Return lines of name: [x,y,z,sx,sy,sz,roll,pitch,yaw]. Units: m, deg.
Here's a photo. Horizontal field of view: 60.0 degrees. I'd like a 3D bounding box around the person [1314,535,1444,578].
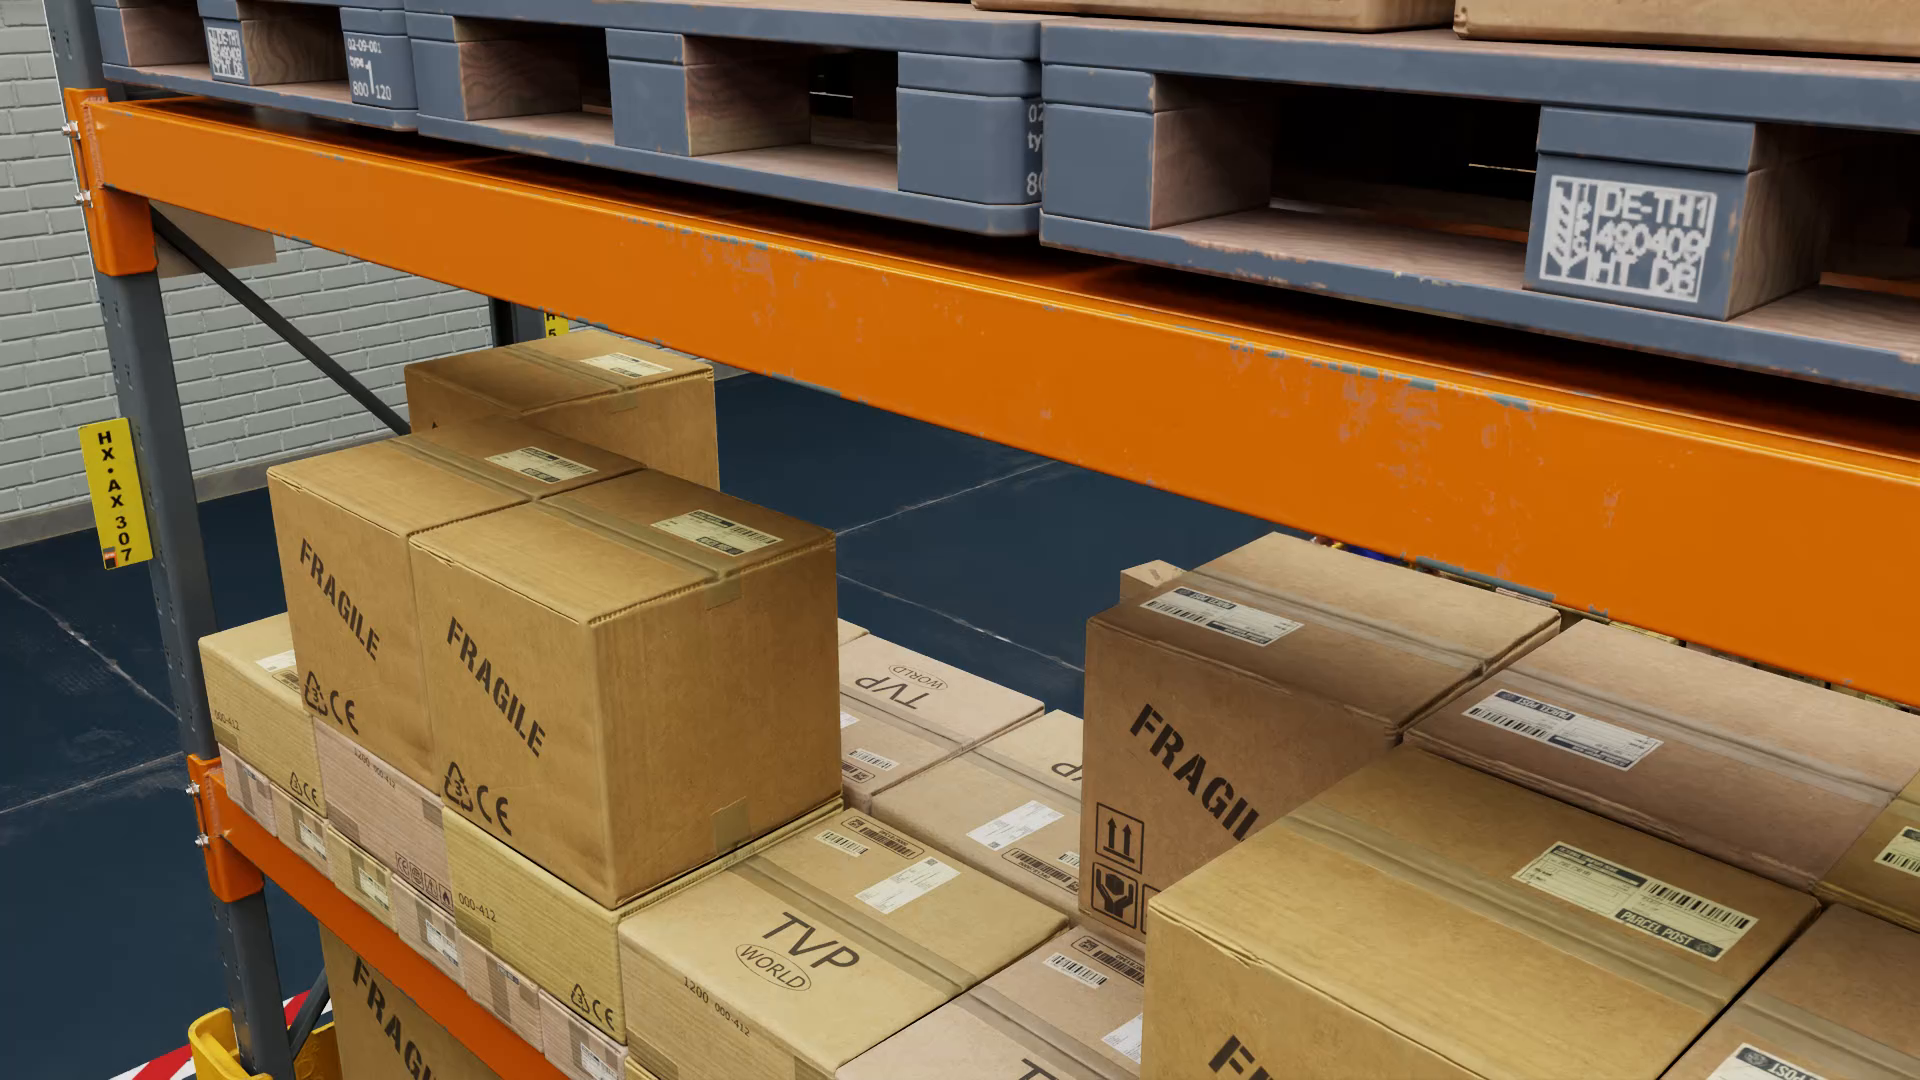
person: [1.552,0.178,6.098,1.035,1.587,0.480,18,27,39]
